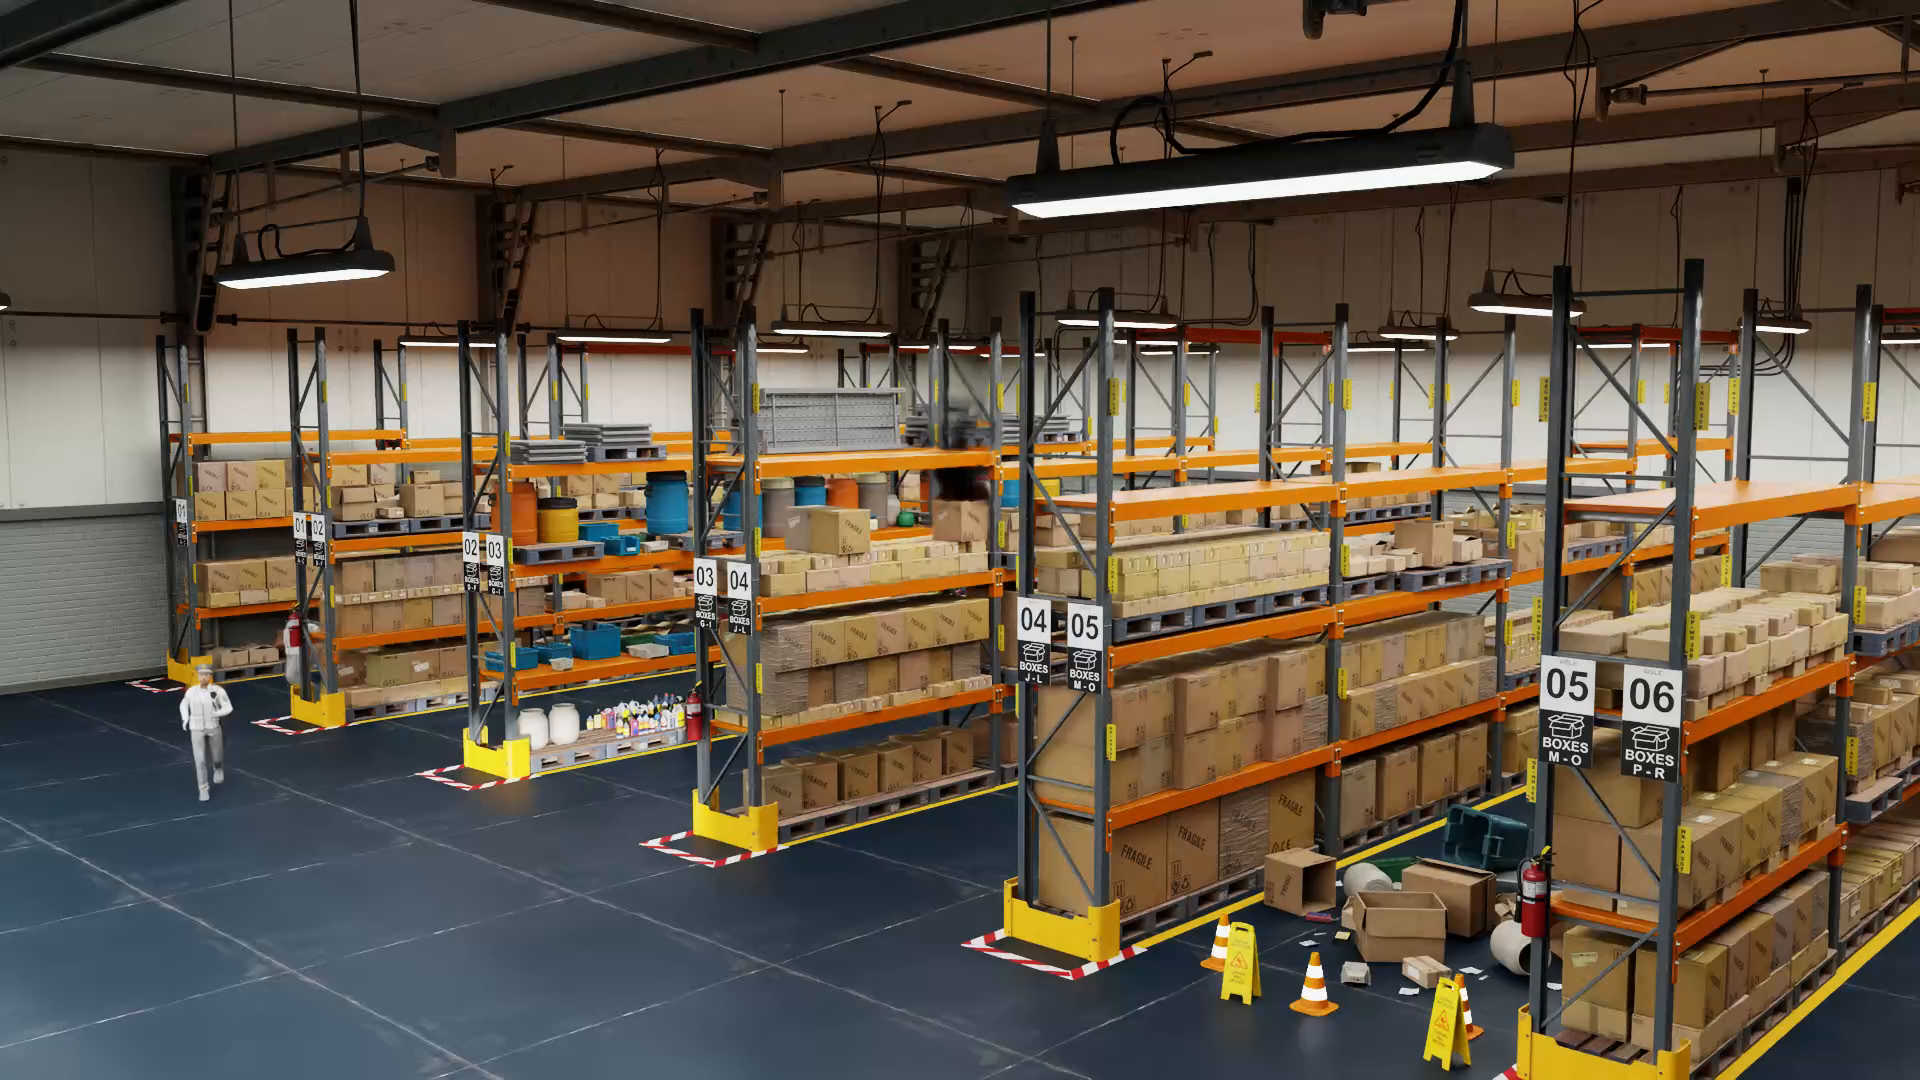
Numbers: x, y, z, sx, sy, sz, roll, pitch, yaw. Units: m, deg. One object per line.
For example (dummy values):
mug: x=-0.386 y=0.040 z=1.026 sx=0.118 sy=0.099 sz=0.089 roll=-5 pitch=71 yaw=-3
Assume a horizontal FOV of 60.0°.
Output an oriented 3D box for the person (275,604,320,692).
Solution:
person: x=-10.648 y=1.838 z=26.676 sx=0.666 sy=1.639 sz=0.548 roll=4 pitch=7 yaw=37

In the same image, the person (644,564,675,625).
person: x=-6.032 y=1.170 z=33.080 sx=0.710 sy=1.747 sz=0.968 roll=4 pitch=7 yaw=38

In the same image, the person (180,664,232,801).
person: x=-9.451 y=2.369 z=20.852 sx=0.625 sy=1.668 sz=0.861 roll=-2 pitch=6 yaw=-19
